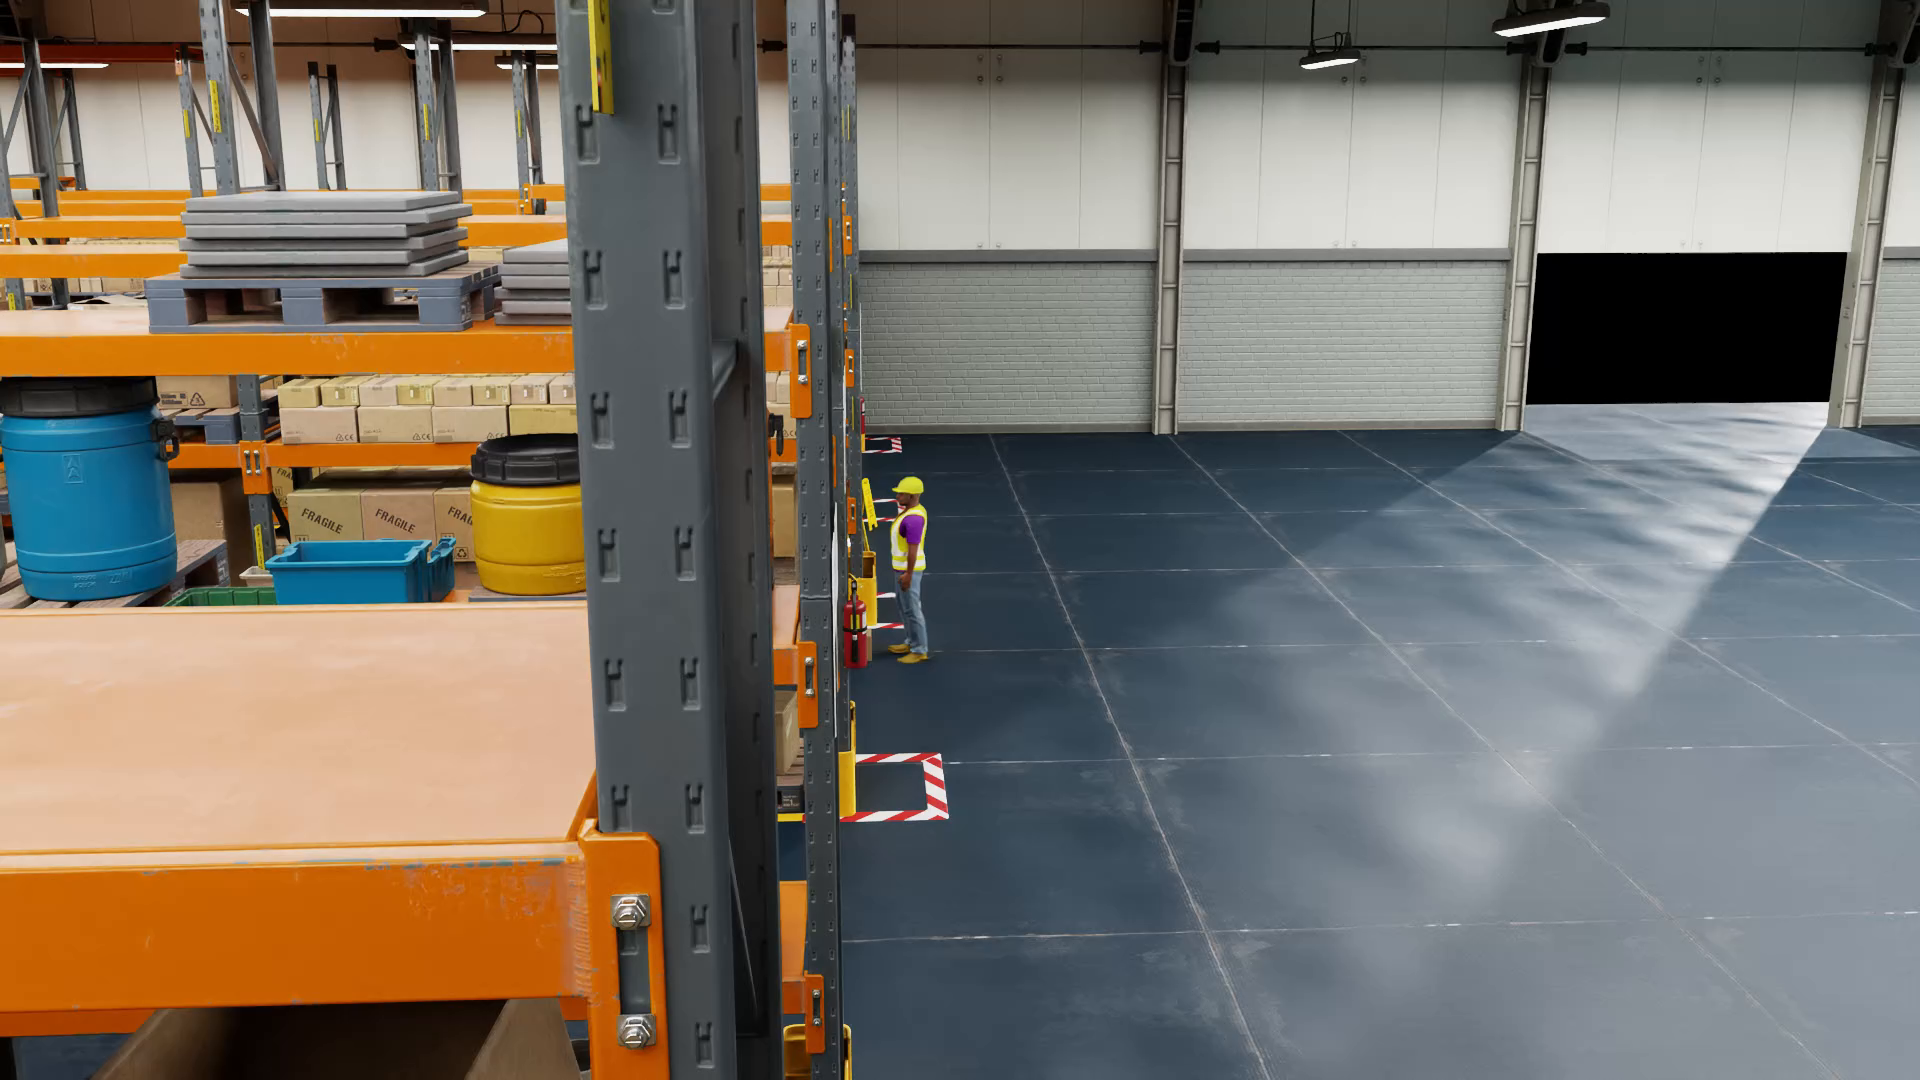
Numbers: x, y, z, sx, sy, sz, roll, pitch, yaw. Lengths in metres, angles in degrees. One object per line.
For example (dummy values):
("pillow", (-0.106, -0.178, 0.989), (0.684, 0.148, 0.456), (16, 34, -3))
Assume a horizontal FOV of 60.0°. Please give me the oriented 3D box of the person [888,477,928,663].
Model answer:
("person", (-0.500, 0.279, 15.827), (0.382, 1.784, 0.563), (0, 13, -2))
